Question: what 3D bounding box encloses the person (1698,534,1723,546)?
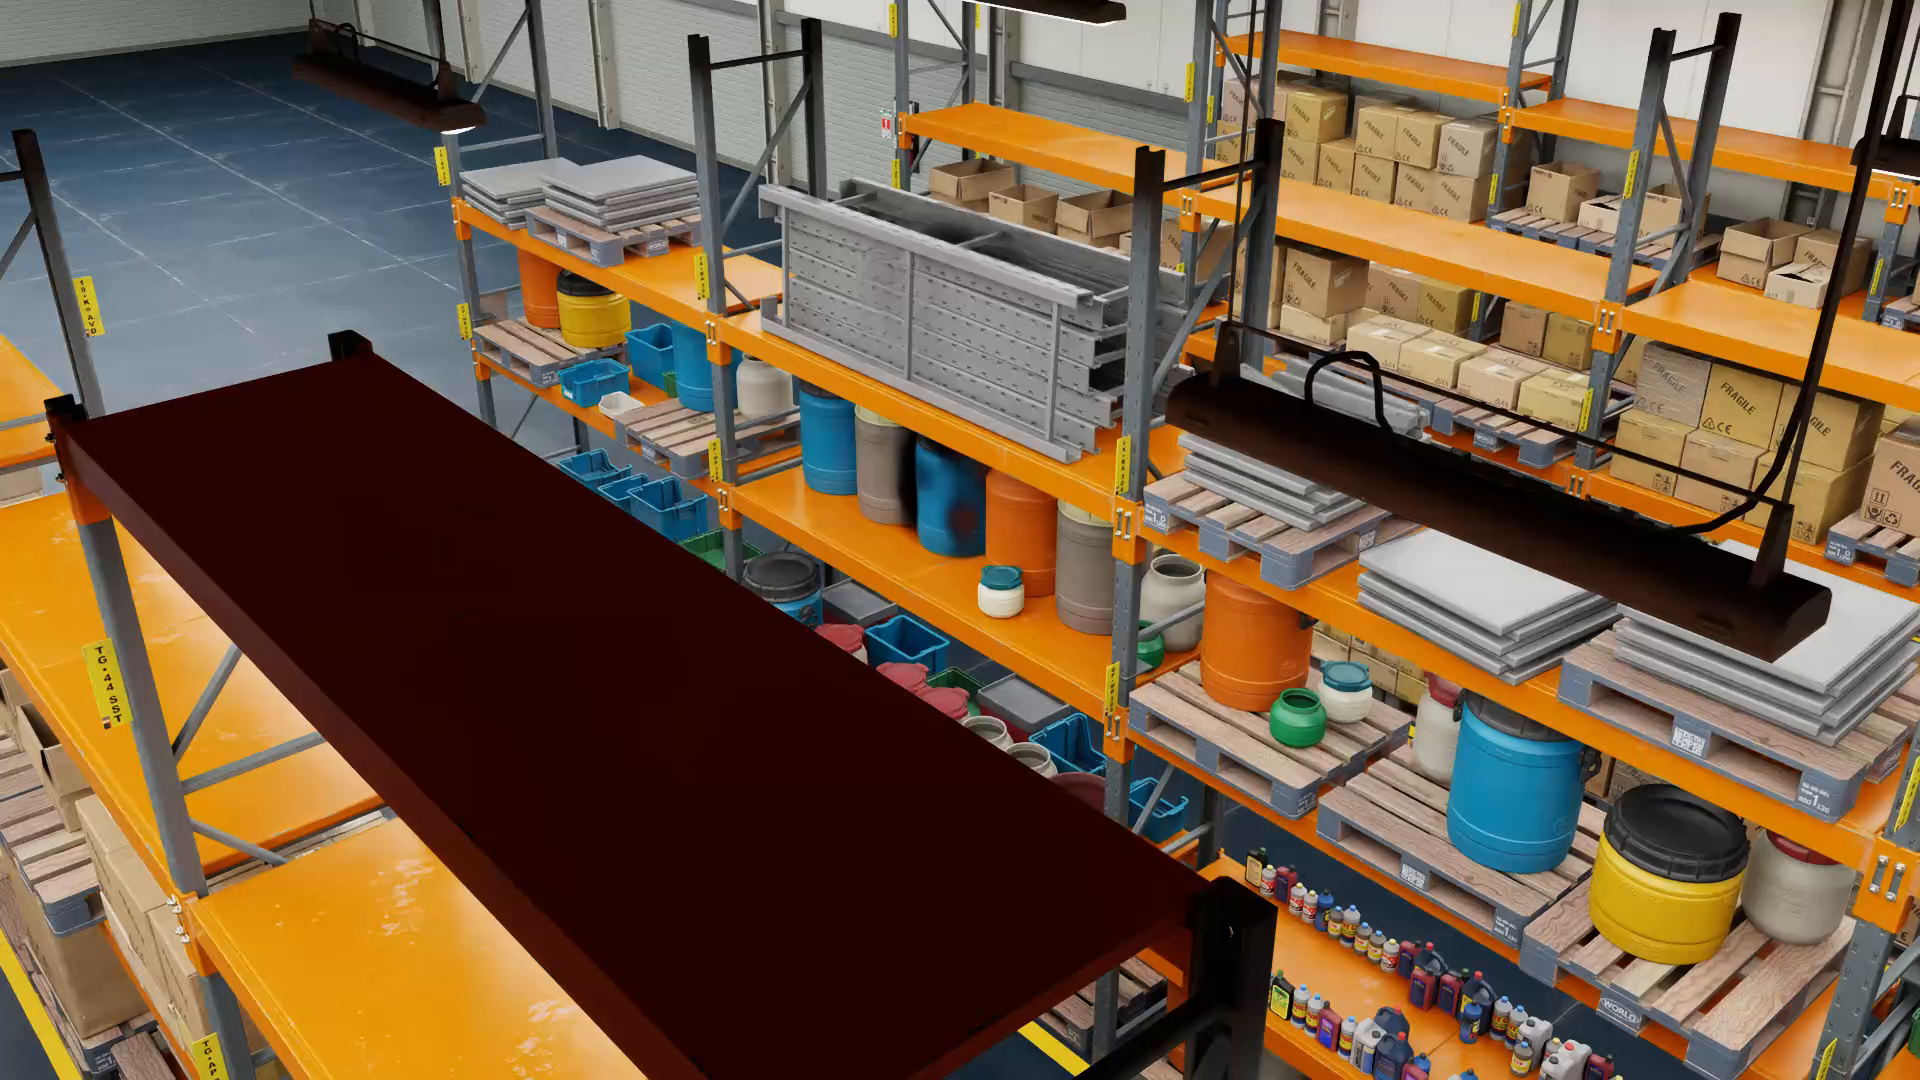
[{"bbox_3d":[7.099,0.171,15.420,1.048,1.715,0.734,19,33,33],"label":"person"}]
